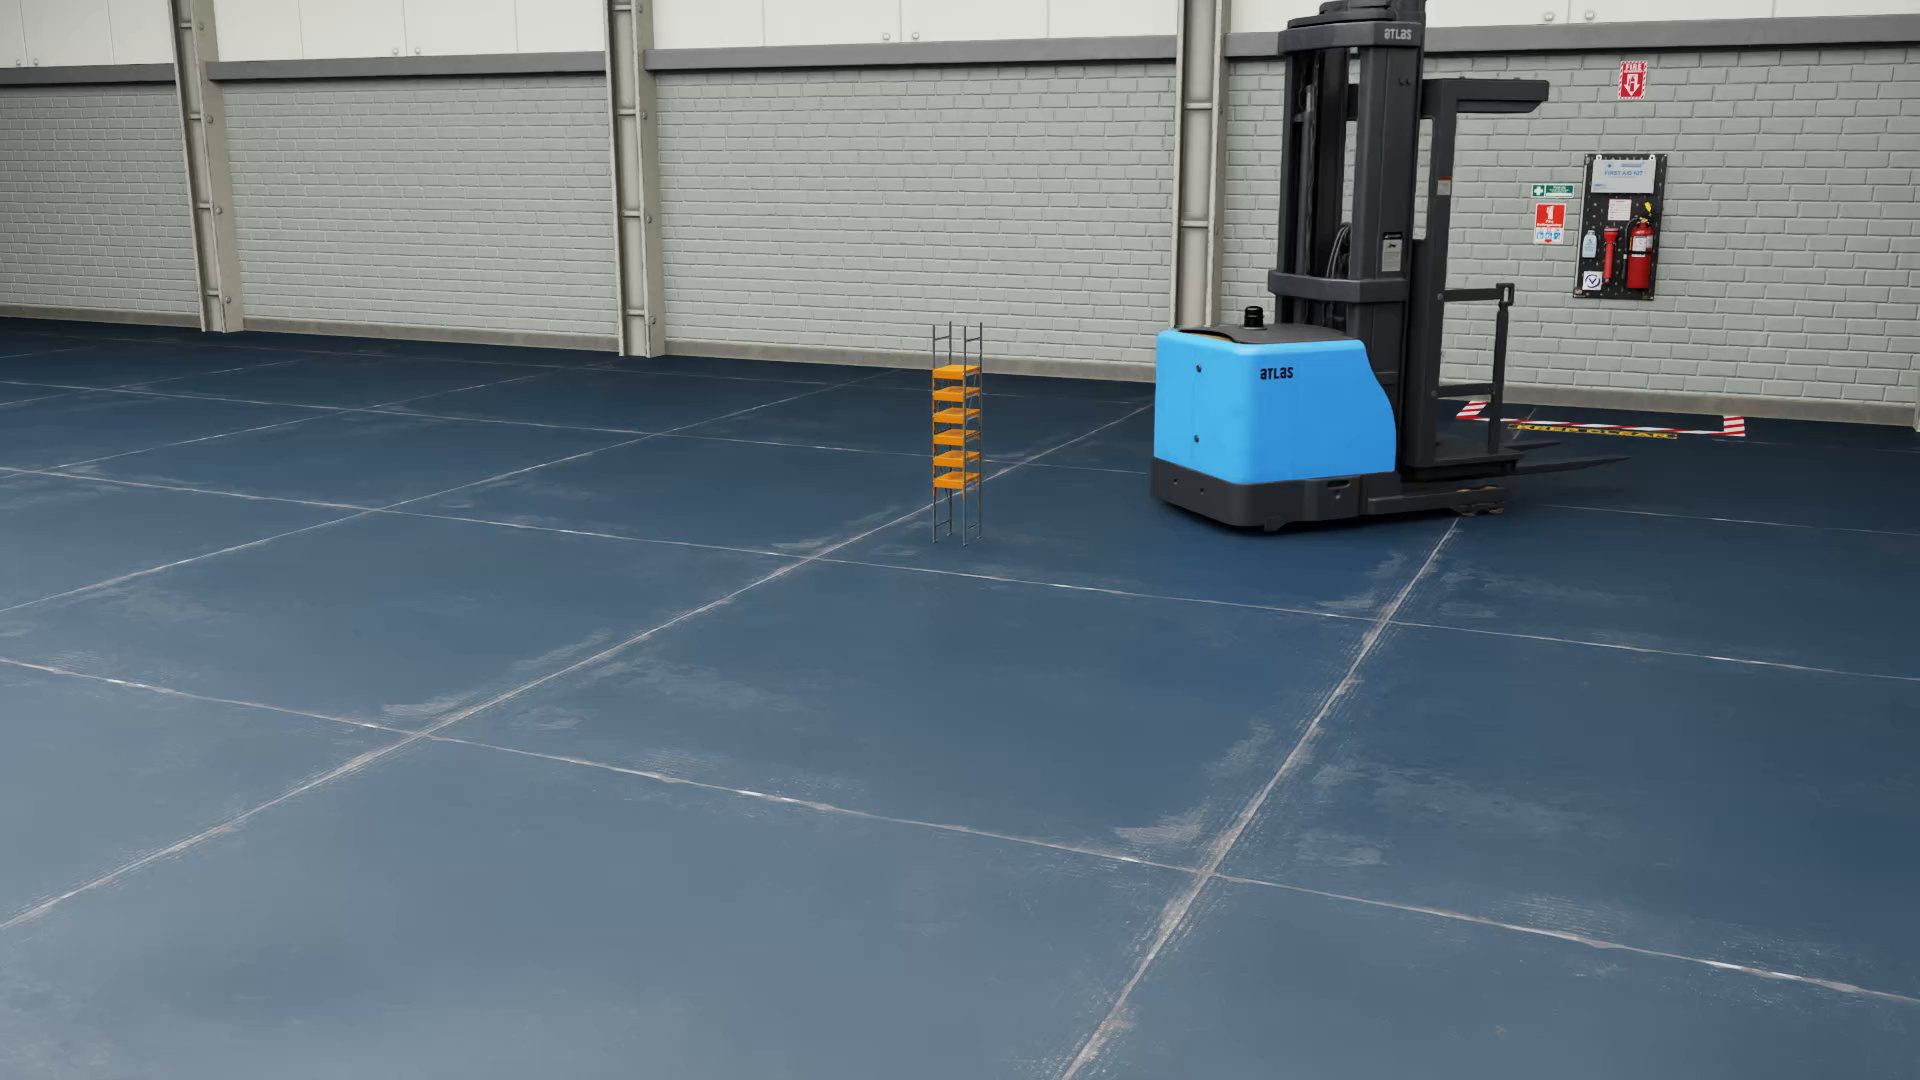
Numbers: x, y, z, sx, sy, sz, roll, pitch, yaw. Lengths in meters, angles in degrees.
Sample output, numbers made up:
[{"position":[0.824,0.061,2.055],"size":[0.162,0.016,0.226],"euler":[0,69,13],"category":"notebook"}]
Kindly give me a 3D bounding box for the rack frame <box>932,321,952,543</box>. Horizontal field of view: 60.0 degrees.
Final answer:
[{"position":[-0.097,-0.594,9.160],"size":[0.006,1.200,0.240],"euler":[6,14,23],"category":"rack frame"}]

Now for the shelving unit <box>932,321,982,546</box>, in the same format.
[{"position":[-0.013,-0.585,9.123],"size":[0.189,1.200,0.258],"euler":[6,14,23],"category":"shelving unit"}]

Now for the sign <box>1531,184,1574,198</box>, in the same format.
[{"position":[4.908,-2.891,13.772],"size":[0.331,0.109,0.001],"euler":[6,14,23],"category":"sign"}]

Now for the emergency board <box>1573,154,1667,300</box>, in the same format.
[{"position":[5.372,-2.545,13.537],"size":[0.643,1.169,0.194],"euler":[6,14,23],"category":"emergency board"}]

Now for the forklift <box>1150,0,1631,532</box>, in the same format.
[{"position":[2.723,-1.669,9.953],"size":[3.031,2.935,1.130],"euler":[-6,14,-22],"category":"forklift"}]

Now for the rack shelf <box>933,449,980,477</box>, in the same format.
[{"position":[-0.013,-0.425,9.161],"size":[0.180,0.103,0.258],"euler":[6,14,23],"category":"rack shelf"}]

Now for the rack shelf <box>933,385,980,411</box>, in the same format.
[{"position":[-0.013,-0.776,9.079],"size":[0.180,0.103,0.258],"euler":[6,14,23],"category":"rack shelf"}]

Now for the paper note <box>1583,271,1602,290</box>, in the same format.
[{"position":[5.238,-2.147,13.769],"size":[0.142,0.148,0.016],"euler":[6,14,23],"category":"paper note"}]

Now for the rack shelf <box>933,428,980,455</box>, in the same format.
[{"position":[-0.013,-0.542,9.134],"size":[0.180,0.103,0.258],"euler":[6,14,23],"category":"rack shelf"}]

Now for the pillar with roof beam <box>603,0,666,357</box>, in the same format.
[{"position":[-5.100,-5.441,12.743],"size":[0.400,9.000,9.100],"euler":[6,14,23],"category":"pillar with roof beam"}]

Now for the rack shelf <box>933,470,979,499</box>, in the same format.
[{"position":[-0.013,-0.309,9.188],"size":[0.180,0.103,0.258],"euler":[6,14,23],"category":"rack shelf"}]

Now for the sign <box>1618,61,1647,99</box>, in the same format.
[{"position":[5.405,-3.696,13.364],"size":[0.199,0.298,0.001],"euler":[6,14,23],"category":"sign"}]

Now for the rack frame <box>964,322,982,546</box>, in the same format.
[{"position":[0.070,-0.577,9.087],"size":[0.006,1.200,0.240],"euler":[6,14,23],"category":"rack frame"}]

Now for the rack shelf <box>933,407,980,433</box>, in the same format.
[{"position":[-0.013,-0.659,9.106],"size":[0.180,0.103,0.258],"euler":[6,14,23],"category":"rack shelf"}]

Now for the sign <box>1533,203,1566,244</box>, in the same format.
[{"position":[4.908,-2.636,13.842],"size":[0.234,0.329,0.001],"euler":[6,14,23],"category":"sign"}]

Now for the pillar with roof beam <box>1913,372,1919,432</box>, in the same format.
[{"position":[5.872,-4.330,8.011],"size":[0.400,9.000,9.100],"euler":[6,14,23],"category":"pillar with roof beam"}]

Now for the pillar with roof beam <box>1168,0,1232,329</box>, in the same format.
[{"position":[0.386,-4.886,10.377],"size":[0.400,9.000,9.100],"euler":[6,14,23],"category":"pillar with roof beam"}]

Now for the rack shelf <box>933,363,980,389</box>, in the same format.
[{"position":[-0.013,-0.893,9.051],"size":[0.180,0.103,0.258],"euler":[6,14,23],"category":"rack shelf"}]

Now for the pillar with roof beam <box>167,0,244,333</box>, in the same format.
[{"position":[-10.586,-5.996,15.109],"size":[0.400,9.000,9.100],"euler":[6,14,23],"category":"pillar with roof beam"}]
